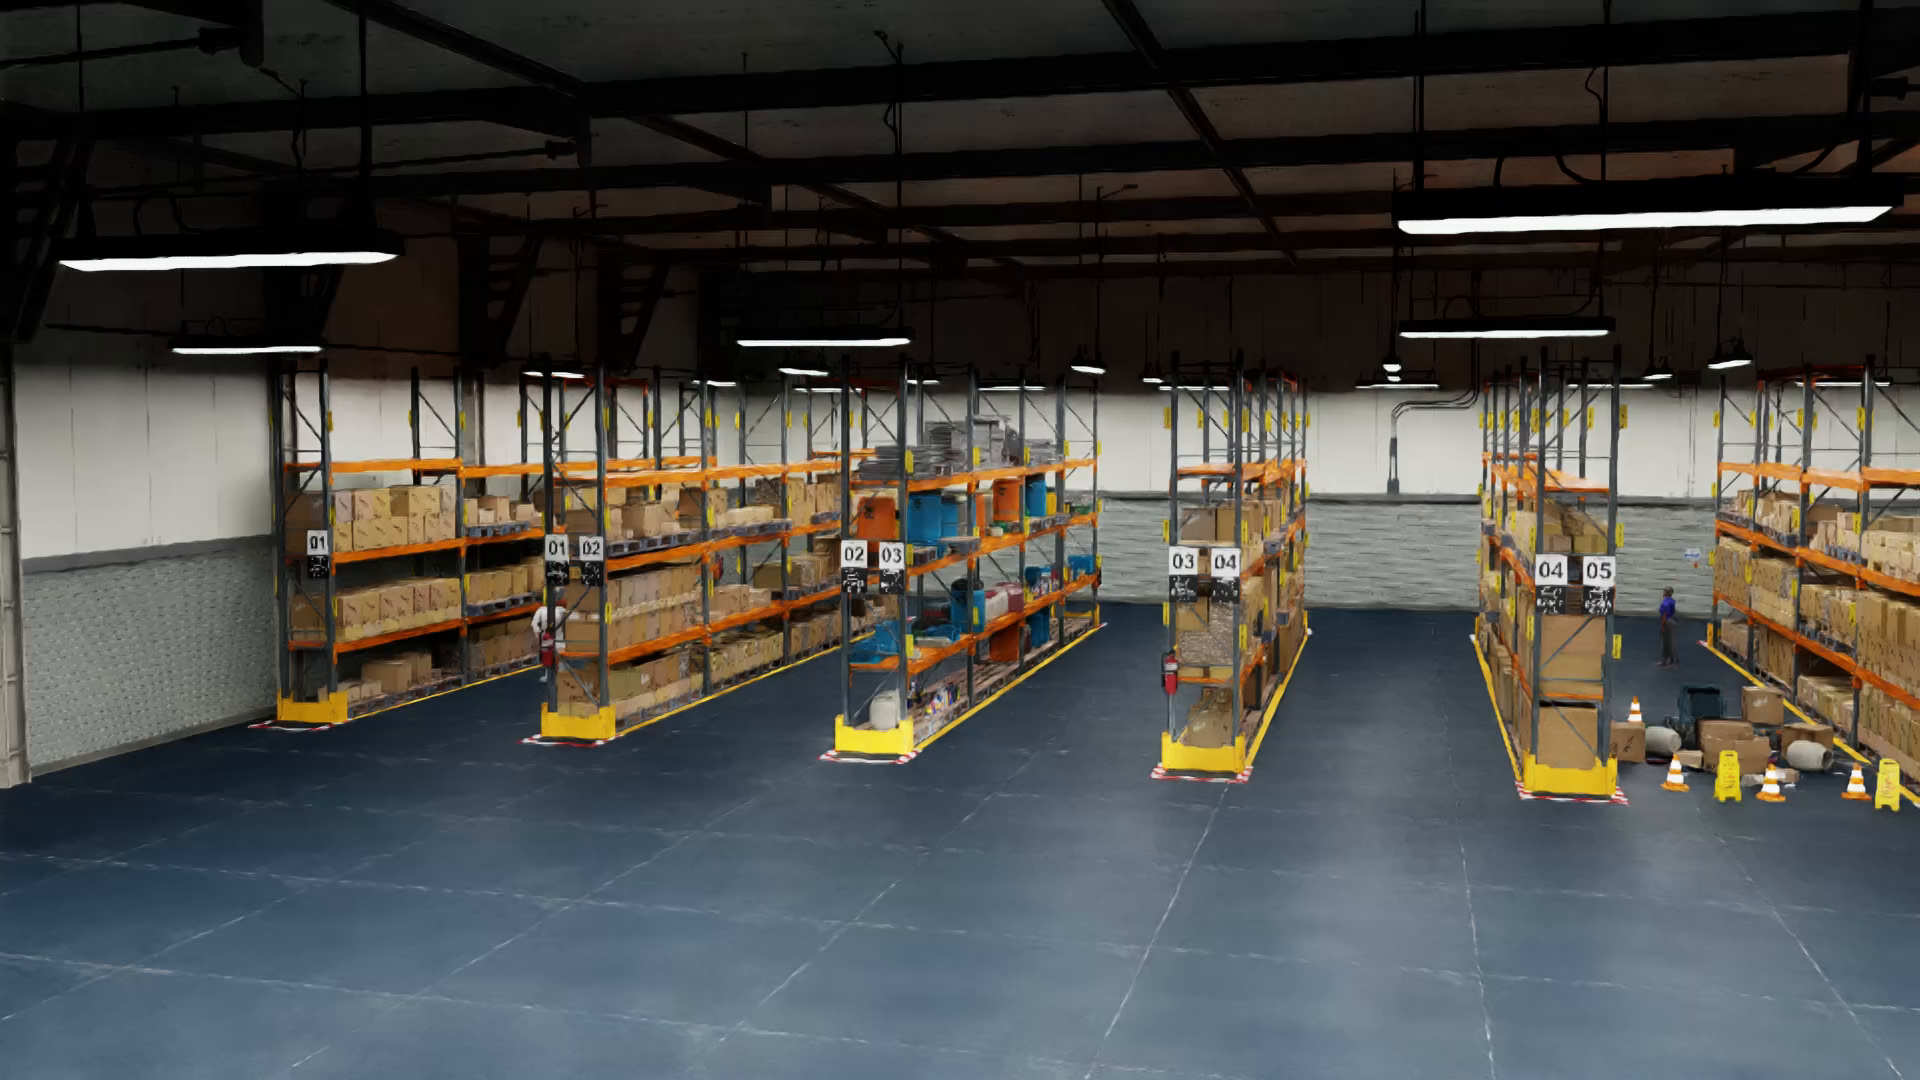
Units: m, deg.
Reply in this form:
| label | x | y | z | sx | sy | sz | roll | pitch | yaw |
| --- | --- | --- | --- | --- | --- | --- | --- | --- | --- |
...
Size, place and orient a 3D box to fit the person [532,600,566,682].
| label | x | y | z | sx | sy | sz | roll | pitch | yaw |
| --- | --- | --- | --- | --- | --- | --- | --- | --- | --- |
| person | -7.727 | 1.868 | 31.554 | 0.735 | 1.715 | 0.896 | 0 | 4 | -1 |

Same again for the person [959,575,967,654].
| label | x | y | z | sx | sy | sz | roll | pitch | yaw |
| --- | --- | --- | --- | --- | --- | --- | --- | --- | --- |
| person | 0.105 | 1.586 | 35.763 | 0.539 | 1.663 | 0.572 | 3 | 5 | 38 |

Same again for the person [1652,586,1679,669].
| label | x | y | z | sx | sy | sz | roll | pitch | yaw |
| --- | --- | --- | --- | --- | --- | --- | --- | --- | --- |
| person | 14.285 | 1.746 | 33.620 | 0.565 | 1.648 | 0.577 | 3 | 5 | 34 |
